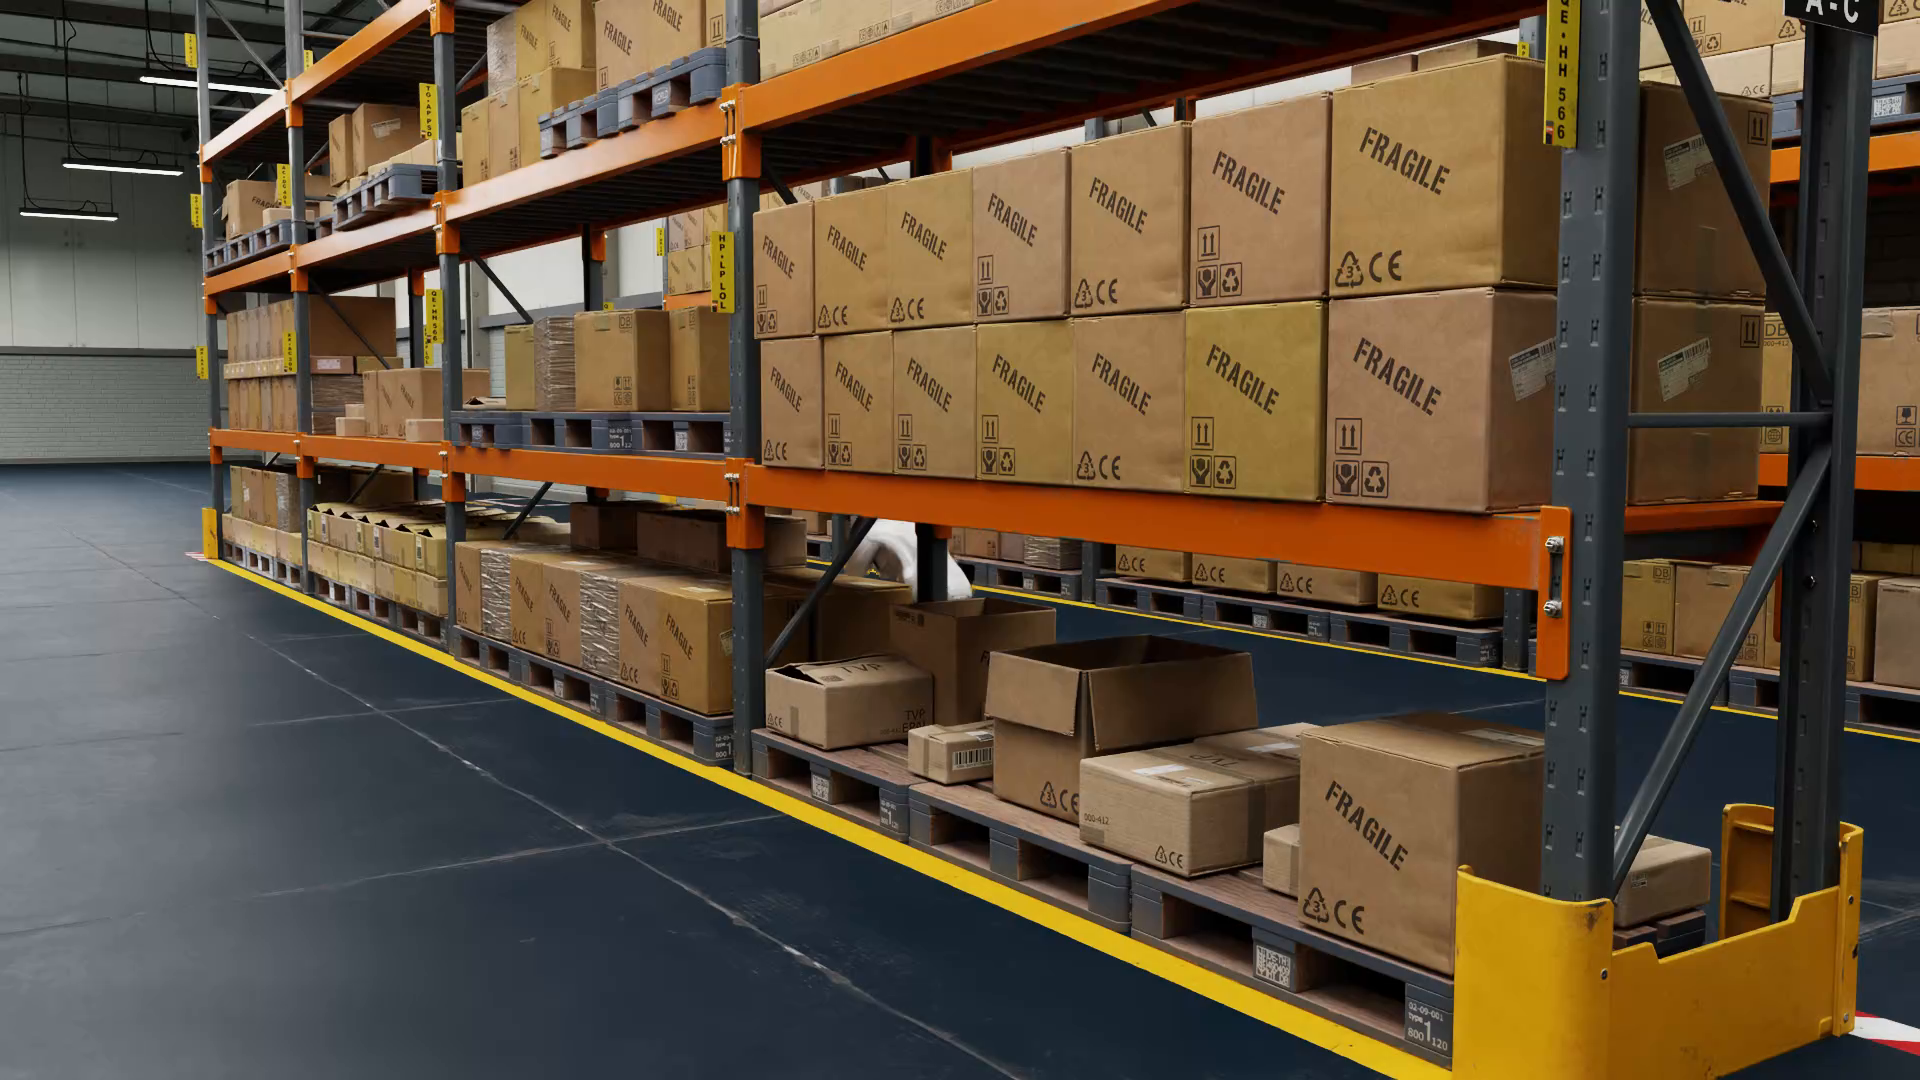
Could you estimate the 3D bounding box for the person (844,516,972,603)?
[{"bbox_3d":[-0.346,0.274,9.587,0.586,1.001,0.894,-3,6,-35],"label":"person"}]
